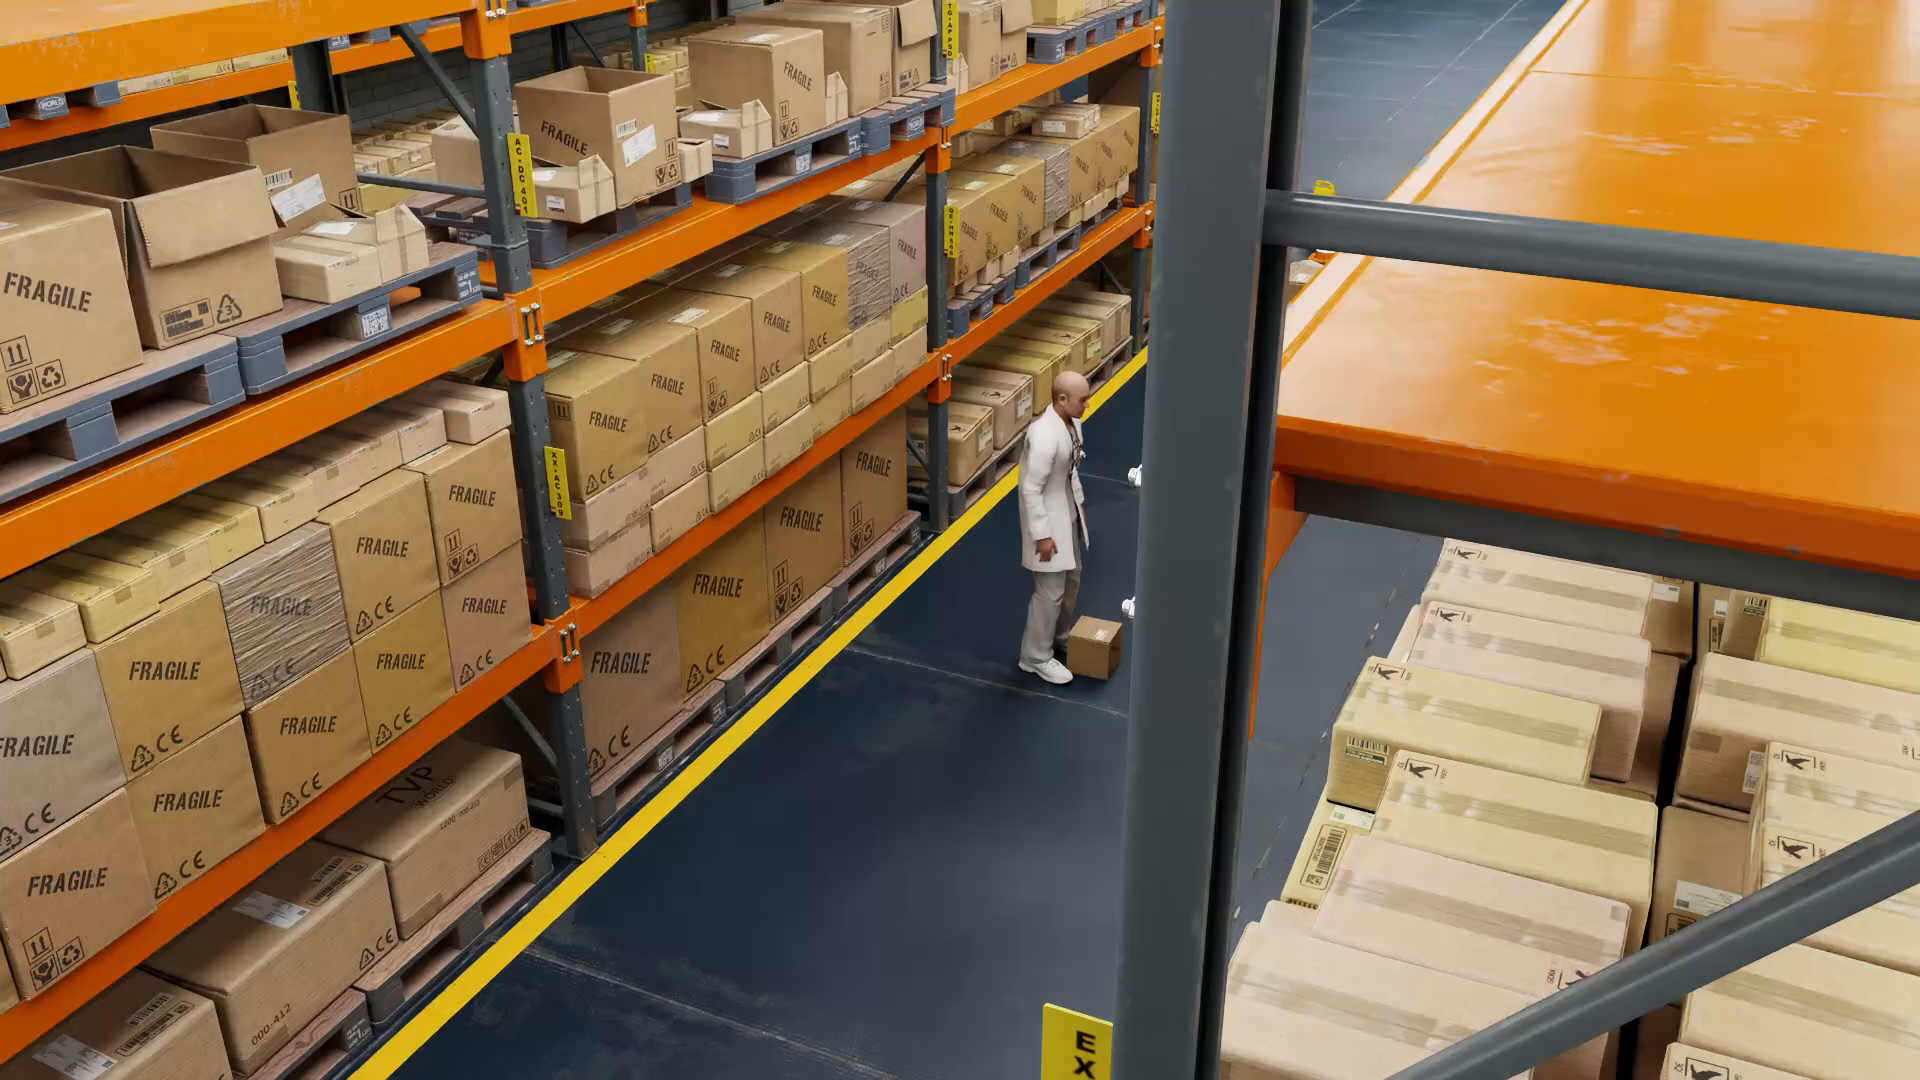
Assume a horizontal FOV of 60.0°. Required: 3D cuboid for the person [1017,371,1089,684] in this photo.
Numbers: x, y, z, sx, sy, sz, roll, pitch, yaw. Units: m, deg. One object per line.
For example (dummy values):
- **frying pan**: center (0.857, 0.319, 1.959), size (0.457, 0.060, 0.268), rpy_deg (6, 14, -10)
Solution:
- **person**: center (0.540, -0.105, 9.348), size (0.424, 1.773, 0.640), rpy_deg (11, 28, 21)
